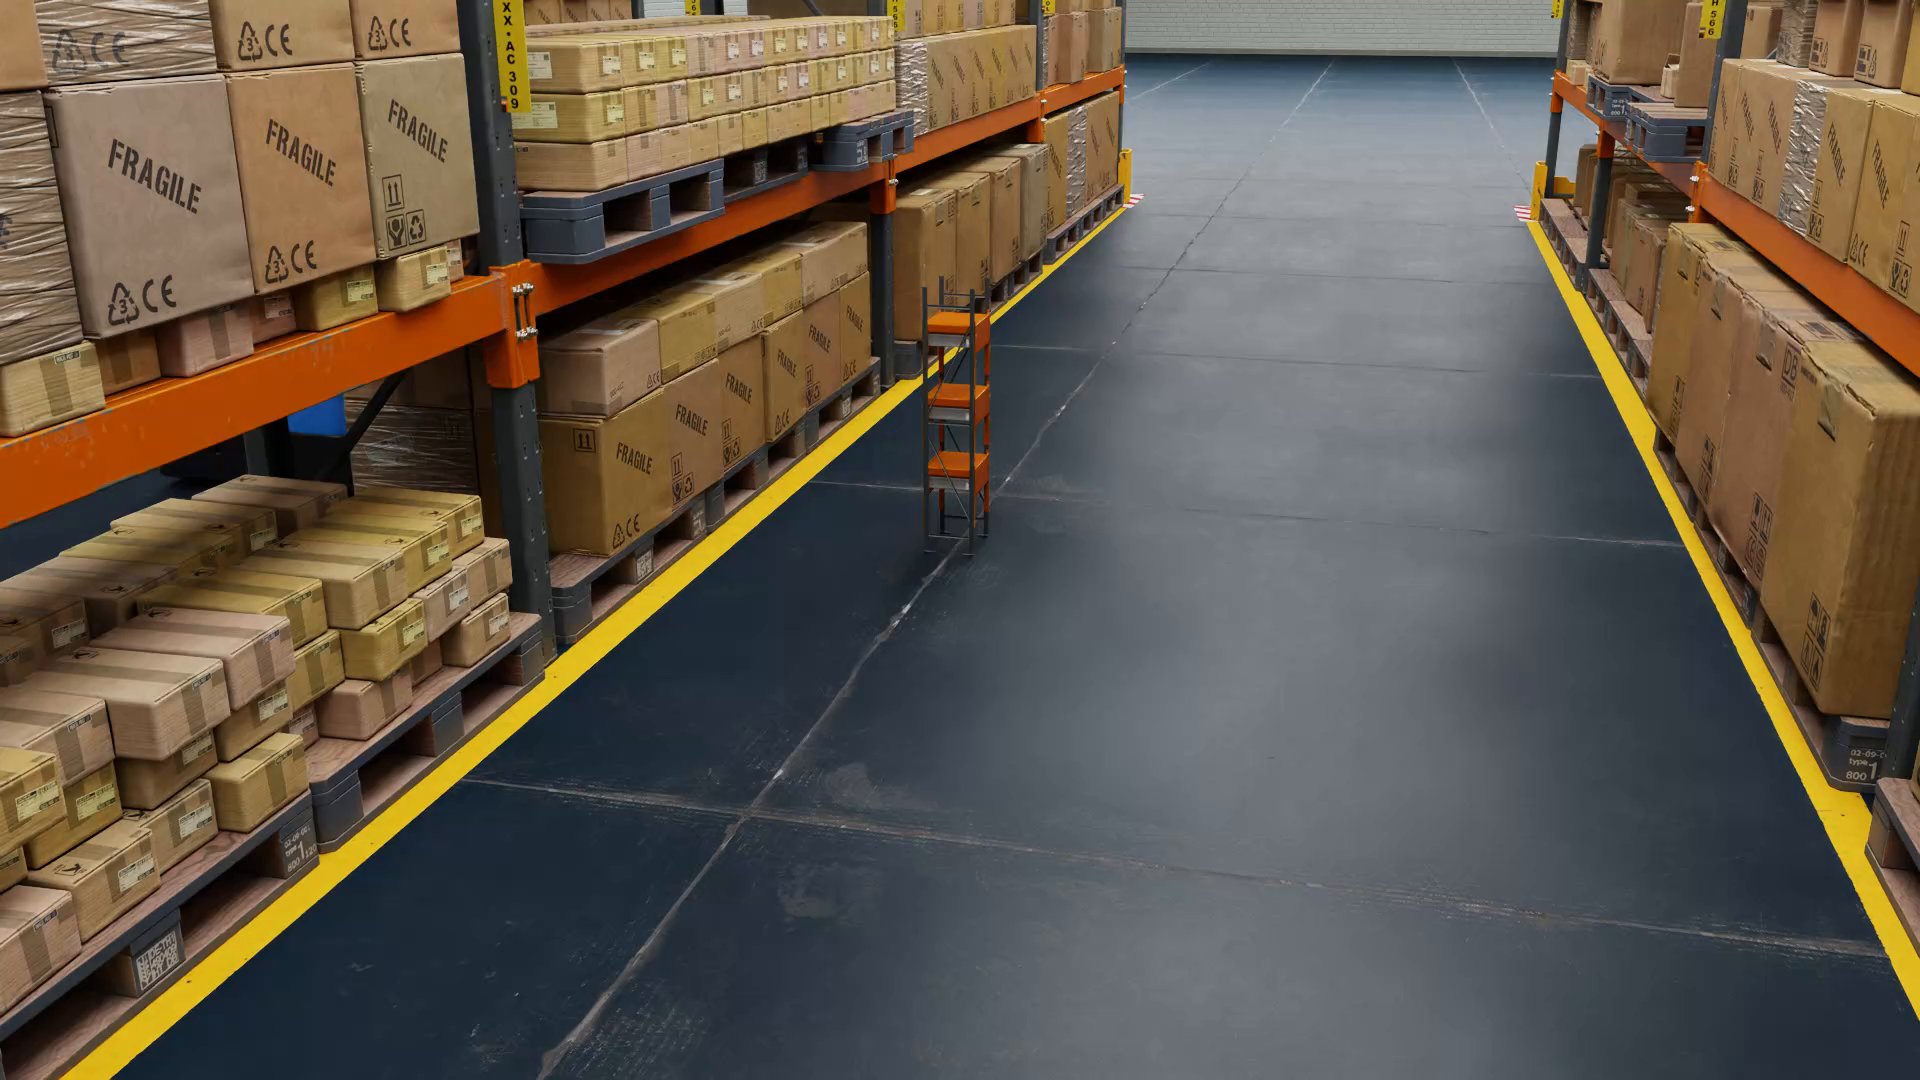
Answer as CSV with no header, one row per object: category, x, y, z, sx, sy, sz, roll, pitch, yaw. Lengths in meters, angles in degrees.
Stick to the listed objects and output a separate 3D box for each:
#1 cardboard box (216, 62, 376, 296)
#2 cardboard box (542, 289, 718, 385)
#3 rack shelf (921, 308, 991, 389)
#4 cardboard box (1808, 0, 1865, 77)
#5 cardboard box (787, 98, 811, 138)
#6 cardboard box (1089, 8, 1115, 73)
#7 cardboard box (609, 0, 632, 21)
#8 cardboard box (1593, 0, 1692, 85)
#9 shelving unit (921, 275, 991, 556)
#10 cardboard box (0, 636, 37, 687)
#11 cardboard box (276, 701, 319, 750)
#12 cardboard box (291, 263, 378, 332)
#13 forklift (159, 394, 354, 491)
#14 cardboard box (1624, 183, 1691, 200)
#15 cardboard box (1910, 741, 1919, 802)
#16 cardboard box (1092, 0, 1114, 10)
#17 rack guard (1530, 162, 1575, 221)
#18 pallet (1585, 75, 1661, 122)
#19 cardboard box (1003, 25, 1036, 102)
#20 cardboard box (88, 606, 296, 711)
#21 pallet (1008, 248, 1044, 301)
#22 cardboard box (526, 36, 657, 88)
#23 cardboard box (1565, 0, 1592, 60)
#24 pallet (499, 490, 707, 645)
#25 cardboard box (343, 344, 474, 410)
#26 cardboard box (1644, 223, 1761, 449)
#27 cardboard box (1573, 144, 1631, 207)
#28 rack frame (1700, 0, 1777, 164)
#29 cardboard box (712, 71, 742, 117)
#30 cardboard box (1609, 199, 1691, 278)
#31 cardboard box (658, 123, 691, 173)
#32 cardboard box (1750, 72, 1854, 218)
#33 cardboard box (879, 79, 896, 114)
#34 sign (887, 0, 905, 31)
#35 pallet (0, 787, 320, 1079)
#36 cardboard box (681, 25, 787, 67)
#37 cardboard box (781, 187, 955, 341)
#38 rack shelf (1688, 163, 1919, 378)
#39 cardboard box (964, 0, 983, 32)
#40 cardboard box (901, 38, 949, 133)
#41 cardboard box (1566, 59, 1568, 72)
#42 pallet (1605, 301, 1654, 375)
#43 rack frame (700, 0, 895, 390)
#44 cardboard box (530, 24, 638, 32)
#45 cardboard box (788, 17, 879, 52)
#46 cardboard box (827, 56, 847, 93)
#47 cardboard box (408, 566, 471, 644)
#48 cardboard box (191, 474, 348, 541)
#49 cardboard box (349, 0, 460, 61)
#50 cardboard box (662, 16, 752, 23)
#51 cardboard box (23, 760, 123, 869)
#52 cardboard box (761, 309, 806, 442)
cardboard box,-1.809,-0.896,4.055,0.500,0.500,0.500,4,19,12
cardboard box,-1.272,-0.793,6.426,0.500,0.250,0.500,5,20,15
rack shelf,-0.013,-0.739,6.380,0.215,0.259,0.240,5,19,13
cardboard box,3.570,-1.965,6.093,0.797,0.503,0.637,5,20,15
cardboard box,-0.852,-1.785,7.013,0.380,0.149,0.250,5,20,15
cardboard box,0.936,-4.583,15.231,0.875,0.550,0.550,5,19,13
cardboard box,-3.595,-5.161,16.542,0.500,0.500,0.500,4,19,12
cardboard box,4.573,-3.373,10.345,1.000,1.000,1.000,5,19,14
shelving unit,-0.013,-0.480,6.469,0.215,1.050,0.252,5,19,13
cardboard box,-2.430,0.330,3.922,0.380,0.149,0.250,4,19,11
cardboard box,-1.930,0.492,4.369,0.380,0.149,0.250,4,19,12
cardboard box,-1.760,-0.649,4.336,0.380,0.149,0.250,5,20,16
forklift,-2.670,-2.035,8.112,1.130,2.935,3.031,5,19,14
cardboard box,5.040,-2.267,11.900,0.500,0.500,0.500,4,19,12
cardboard box,2.710,0.386,3.553,0.875,0.875,0.875,5,19,13
cardboard box,0.922,-5.095,15.060,0.875,0.550,0.550,5,19,13
rack guard,5.862,-3.175,15.211,1.175,0.500,0.348,5,19,13
pallet,4.575,-2.810,10.569,1.003,0.211,1.213,5,19,13
cardboard box,0.250,-3.414,11.889,0.500,0.500,0.500,5,19,13
cardboard box,-1.864,0.286,4.051,0.380,0.149,0.250,4,19,11
pallet,0.003,-1.984,12.171,1.003,0.211,1.213,5,19,13
cardboard box,-1.232,-1.581,5.494,0.380,0.149,0.250,5,20,15
cardboard box,5.720,-4.400,14.314,0.875,0.500,0.500,5,19,13
pallet,-1.647,0.031,6.270,1.003,0.211,1.213,5,19,13
cardboard box,-1.899,-0.669,6.061,0.500,0.250,0.500,4,19,12
cardboard box,3.737,-0.853,7.183,1.225,0.875,0.875,4,19,11
cardboard box,5.712,-3.204,14.644,0.500,0.500,0.500,9,21,23
rack frame,3.926,-1.875,7.536,1.000,3.000,0.127,5,19,13
cardboard box,-1.043,-1.681,6.246,0.380,0.149,0.250,5,20,16
cardboard box,4.732,-1.963,10.981,0.700,0.500,0.500,3,19,9
cardboard box,-1.167,-1.377,5.817,0.380,0.149,0.250,5,19,14
cardboard box,3.298,-1.469,6.192,0.500,0.500,0.500,4,19,12
cardboard box,-0.534,-2.187,8.189,0.380,0.149,0.250,5,19,14
sign,-0.330,-2.769,8.484,0.100,0.325,0.005,5,19,13
pallet,-2.262,0.872,3.808,1.003,0.211,1.213,5,19,13
cardboard box,-0.917,-1.983,6.671,0.380,0.149,0.250,5,20,15
cardboard box,-0.623,-1.616,9.609,1.050,0.750,0.750,4,19,13
rack shelf,3.437,-0.907,5.817,1.077,0.370,4.000,5,19,13
cardboard box,-0.245,-3.596,10.875,0.700,0.500,0.500,5,19,14
cardboard box,-0.366,-2.624,9.576,0.500,0.500,0.500,4,19,13
cardboard box,5.580,-4.193,14.711,0.380,0.149,0.250,5,19,13
pallet,4.418,-1.181,9.819,1.003,0.211,1.213,5,19,13
rack frame,-0.859,-2.298,8.775,1.000,3.000,0.127,5,19,13
cardboard box,-1.544,-2.040,6.838,0.380,0.149,0.250,4,19,13
cardboard box,-0.598,-2.391,7.866,0.380,0.149,0.250,4,19,13
cardboard box,-0.725,-2.083,7.424,0.380,0.149,0.250,5,19,14
cardboard box,-1.659,0.175,4.836,0.380,0.149,0.250,4,19,11
cardboard box,-2.121,-0.084,5.133,0.380,0.149,0.250,5,20,16
cardboard box,-1.689,-1.537,4.385,0.500,0.500,0.500,4,19,11
cardboard box,-1.223,-2.446,8.025,0.380,0.149,0.250,4,19,12
cardboard box,-2.099,0.575,3.663,0.380,0.149,0.250,6,20,16
cardboard box,-1.010,-0.758,7.482,0.500,0.500,0.500,4,19,11
